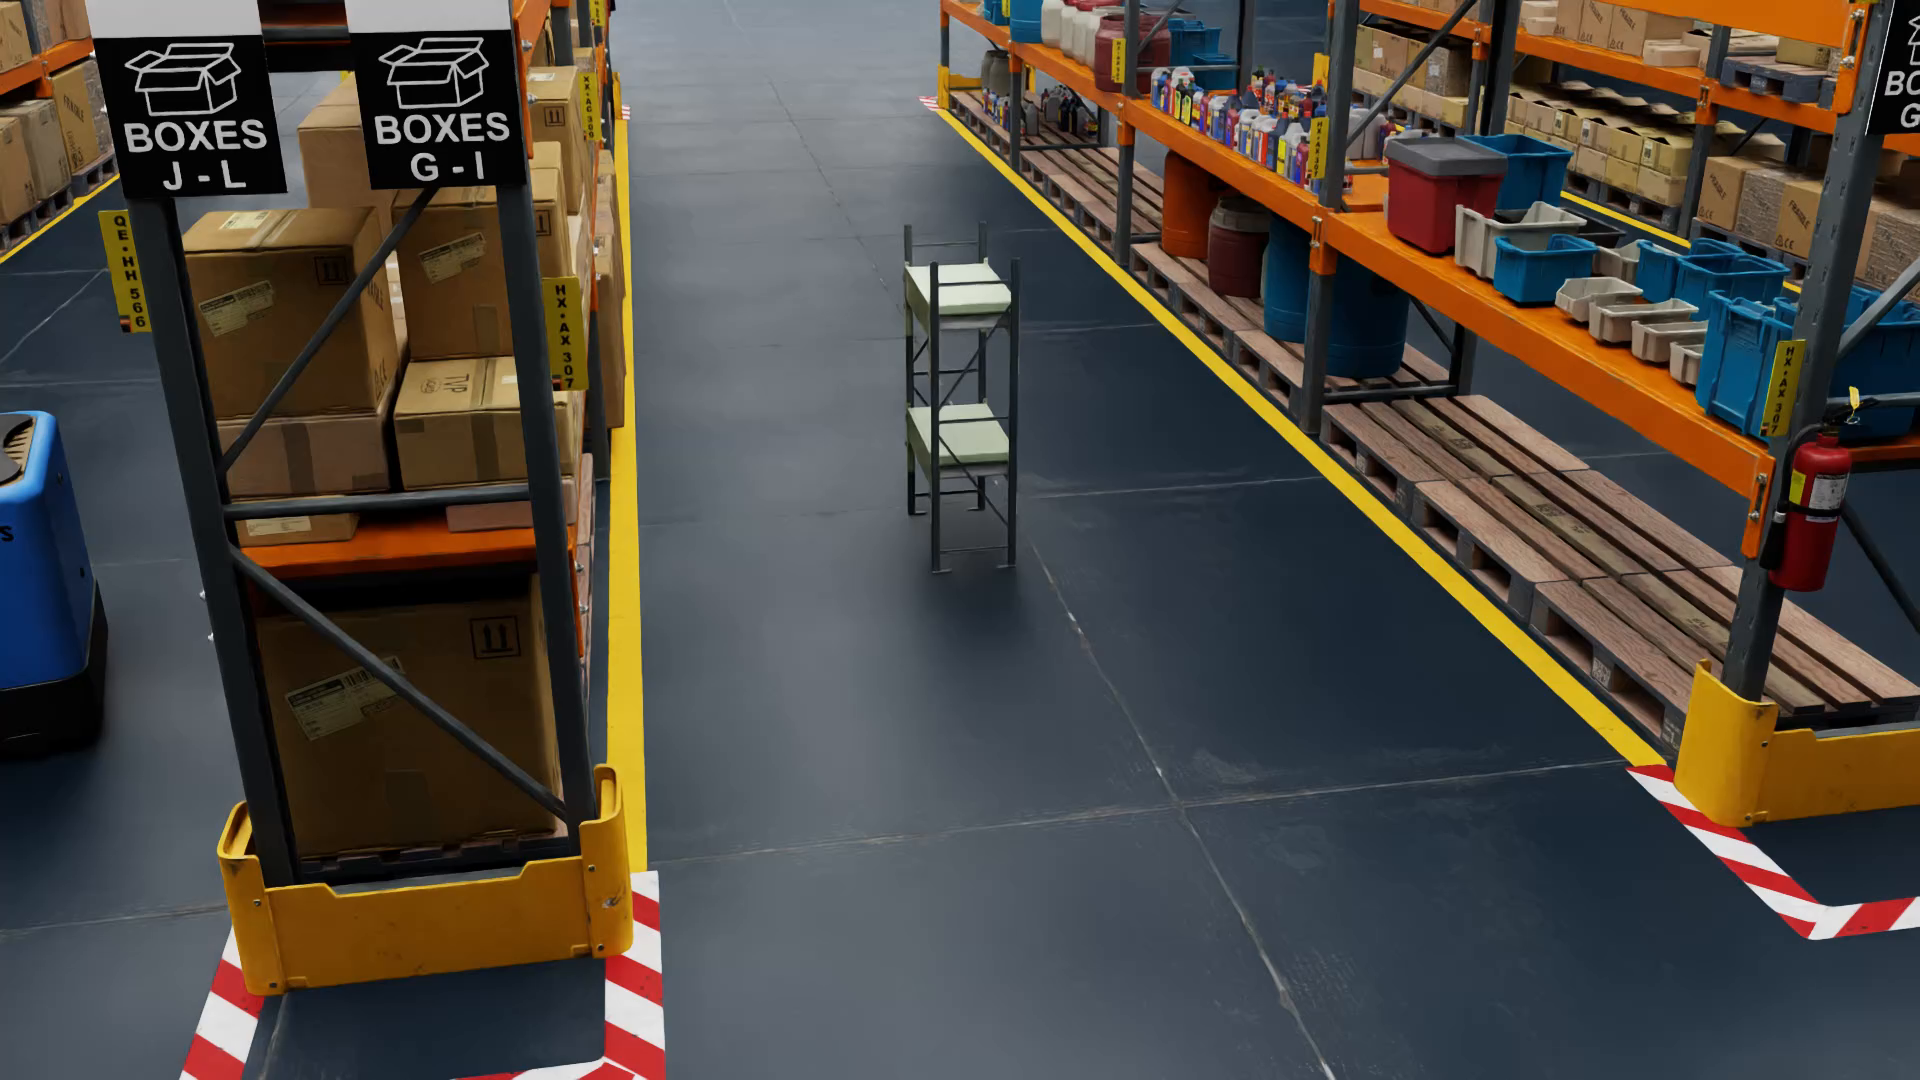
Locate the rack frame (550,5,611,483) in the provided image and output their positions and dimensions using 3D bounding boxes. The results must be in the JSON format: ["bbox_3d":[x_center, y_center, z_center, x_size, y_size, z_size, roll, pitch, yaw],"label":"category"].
[{"bbox_3d":[-2.384,-1.673,8.333,1.000,3.000,0.127,-4,24,-10],"label":"rack frame"}]

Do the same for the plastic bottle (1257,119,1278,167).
[{"bbox_3d":[1.932,-2.456,10.280,0.152,0.276,0.135,-4,24,-10],"label":"plastic bottle"}]

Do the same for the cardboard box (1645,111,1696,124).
[{"bbox_3d":[6.607,-3.802,15.417,0.500,0.311,0.500,-5,24,-11],"label":"cardboard box"}]

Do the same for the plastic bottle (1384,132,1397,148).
[{"bbox_3d":[2.674,-2.427,10.307,0.097,0.201,0.097,0,24,0],"label":"plastic bottle"}]

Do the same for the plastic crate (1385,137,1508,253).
[{"bbox_3d":[2.402,-1.727,8.301,0.402,0.464,0.583,-4,24,-10],"label":"plastic crate"}]

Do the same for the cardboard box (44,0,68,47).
[{"bbox_3d":[-8.960,-4.920,15.580,0.875,0.550,0.550,-4,24,-10],"label":"cardboard box"}]

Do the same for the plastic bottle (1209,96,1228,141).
[{"bbox_3d":[1.763,-2.816,11.106,0.152,0.276,0.135,-4,24,-10],"label":"plastic bottle"}]

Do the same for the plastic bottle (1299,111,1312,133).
[{"bbox_3d":[2.100,-2.438,10.145,0.144,0.351,0.185,-4,24,-10],"label":"plastic bottle"}]

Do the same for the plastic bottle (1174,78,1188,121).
[{"bbox_3d":[1.572,-3.127,11.808,0.061,0.283,0.133,-4,24,-10],"label":"plastic bottle"}]

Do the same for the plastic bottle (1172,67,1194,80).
[{"bbox_3d":[1.656,-3.373,12.381,0.152,0.276,0.135,-4,24,-10],"label":"plastic bottle"}]

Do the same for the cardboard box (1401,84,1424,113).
[{"bbox_3d":[5.383,-5.043,18.960,0.500,0.250,0.500,-4,24,-10],"label":"cardboard box"}]

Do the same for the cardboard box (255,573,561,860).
[{"bbox_3d":[-1.841,0.436,5.634,0.875,0.875,0.875,-4,24,-10],"label":"cardboard box"}]

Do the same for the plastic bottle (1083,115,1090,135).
[{"bbox_3d":[1.339,-4.343,17.393,0.097,0.201,0.097,0,24,0],"label":"plastic bottle"}]

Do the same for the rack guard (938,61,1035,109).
[{"bbox_3d":[0.325,-5.588,20.419,1.175,0.500,0.348,-4,24,-10],"label":"rack guard"}]

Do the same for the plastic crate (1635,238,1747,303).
[{"bbox_3d":[3.202,-1.174,7.325,0.416,0.233,0.300,-4,24,-10],"label":"plastic crate"}]

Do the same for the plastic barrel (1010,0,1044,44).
[{"bbox_3d":[0.778,-5.242,15.877,0.600,0.901,0.708,-4,24,-10],"label":"plastic barrel"}]

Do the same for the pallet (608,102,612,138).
[{"bbox_3d":[-4.473,-4.763,18.892,1.003,0.211,1.213,-4,24,-10],"label":"pallet"}]

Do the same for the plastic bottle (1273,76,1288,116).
[{"bbox_3d":[2.320,-3.212,12.018,0.097,0.271,0.097,0,24,0],"label":"plastic bottle"}]

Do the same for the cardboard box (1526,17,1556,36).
[{"bbox_3d":[5.836,-5.073,16.431,0.380,0.149,0.250,-4,24,-10],"label":"cardboard box"}]

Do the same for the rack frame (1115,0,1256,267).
[{"bbox_3d":[1.744,-3.613,12.775,1.000,3.000,0.127,-4,24,-10],"label":"rack frame"}]

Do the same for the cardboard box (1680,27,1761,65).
[{"bbox_3d":[6.638,-4.303,14.467,0.500,0.311,0.500,-5,24,-10],"label":"cardboard box"}]

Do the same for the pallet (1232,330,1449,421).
[{"bbox_3d":[2.382,-1.068,10.432,1.003,0.211,1.213,-4,24,-10],"label":"pallet"}]

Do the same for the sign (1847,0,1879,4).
[{"bbox_3d":[2.686,-1.746,4.882,0.100,0.325,0.005,-4,24,-10],"label":"sign"}]

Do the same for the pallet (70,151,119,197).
[{"bbox_3d":[-8.820,-3.519,16.044,1.003,0.211,1.213,-4,24,-10],"label":"pallet"}]

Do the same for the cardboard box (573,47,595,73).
[{"bbox_3d":[-2.789,-3.116,11.513,0.500,0.500,0.500,-4,24,-8],"label":"cardboard box"}]

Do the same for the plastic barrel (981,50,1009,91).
[{"bbox_3d":[0.462,-5.559,19.814,0.421,0.512,0.421,0,24,0],"label":"plastic barrel"}]

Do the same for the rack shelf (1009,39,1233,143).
[{"bbox_3d":[1.374,-4.070,14.720,1.077,0.370,4.000,-4,24,-10],"label":"rack shelf"}]

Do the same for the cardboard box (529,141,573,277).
[{"bbox_3d":[-1.662,-1.120,5.945,0.500,0.500,0.500,-5,24,-11],"label":"cardboard box"}]

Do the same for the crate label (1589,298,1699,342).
[{"bbox_3d":[2.780,-0.903,6.824,0.396,0.136,0.243,-4,24,-10],"label":"crate label"}]

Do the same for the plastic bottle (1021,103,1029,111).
[{"bbox_3d":[0.708,-4.468,17.586,0.152,0.276,0.135,-4,24,-10],"label":"plastic bottle"}]

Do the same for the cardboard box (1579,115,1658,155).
[{"bbox_3d":[6.081,-3.758,15.317,0.500,0.311,0.500,-4,24,-10],"label":"cardboard box"}]

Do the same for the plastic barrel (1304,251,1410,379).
[{"bbox_3d":[2.400,-1.486,10.001,0.600,0.901,0.708,-4,24,-10],"label":"plastic barrel"}]

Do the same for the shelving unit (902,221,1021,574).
[{"bbox_3d":[-0.001,-0.690,7.956,0.431,1.500,0.755,-4,24,-10],"label":"shelving unit"}]

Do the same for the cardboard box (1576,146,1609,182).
[{"bbox_3d":[6.087,-3.500,15.426,0.500,0.250,0.500,-4,24,-9],"label":"cardboard box"}]

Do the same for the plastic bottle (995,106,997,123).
[{"bbox_3d":[0.432,-4.649,18.093,0.097,0.201,0.097,0,24,0],"label":"plastic bottle"}]

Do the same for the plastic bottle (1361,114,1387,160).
[{"bbox_3d":[2.601,-2.557,10.512,0.152,0.276,0.135,-4,24,-10],"label":"plastic bottle"}]

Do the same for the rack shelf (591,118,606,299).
[{"bbox_3d":[-2.754,-2.130,10.278,1.077,0.370,4.000,-4,24,-10],"label":"rack shelf"}]

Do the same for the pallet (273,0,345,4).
[{"bbox_3d":[-1.792,-1.725,4.814,1.003,0.211,1.213,-4,24,-10],"label":"pallet"}]

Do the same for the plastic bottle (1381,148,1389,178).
[{"bbox_3d":[2.586,-2.286,9.985,0.097,0.201,0.097,0,24,0],"label":"plastic bottle"}]

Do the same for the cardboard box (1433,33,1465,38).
[{"bbox_3d":[5.816,-5.623,19.350,0.500,0.500,0.500,-4,24,-10],"label":"cardboard box"}]

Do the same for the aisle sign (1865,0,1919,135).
[{"bbox_3d":[2.949,-1.608,4.935,0.394,0.787,0.004,-4,24,-10],"label":"aisle sign"}]

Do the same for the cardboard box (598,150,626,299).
[{"bbox_3d":[-3.016,-2.192,11.651,1.225,0.875,0.875,-5,24,-12],"label":"cardboard box"}]

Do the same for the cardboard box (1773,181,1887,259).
[{"bbox_3d":[6.606,-2.431,12.641,0.500,0.500,0.500,-5,24,-10],"label":"cardboard box"}]

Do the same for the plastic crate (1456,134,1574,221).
[{"bbox_3d":[2.905,-1.901,8.801,0.392,0.384,0.575,-4,24,-10],"label":"plastic crate"}]

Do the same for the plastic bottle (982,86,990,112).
[{"bbox_3d":[0.294,-4.975,18.752,0.097,0.271,0.097,0,24,0],"label":"plastic bottle"}]

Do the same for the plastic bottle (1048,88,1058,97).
[{"bbox_3d":[1.055,-4.922,18.625,0.152,0.276,0.135,-4,24,-9],"label":"plastic bottle"}]

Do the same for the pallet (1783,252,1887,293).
[{"bbox_3d":[6.936,-1.925,12.393,1.003,0.211,1.213,-4,24,-10],"label":"pallet"}]

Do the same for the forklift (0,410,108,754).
[{"bbox_3d":[-4.902,-0.494,5.720,3.031,2.935,1.130,-10,25,-21],"label":"forklift"}]

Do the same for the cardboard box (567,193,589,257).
[{"bbox_3d":[-1.946,-1.383,7.485,0.500,0.250,0.500,-4,24,-8],"label":"cardboard box"}]

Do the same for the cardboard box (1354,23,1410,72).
[{"bbox_3d":[5.108,-5.977,20.161,0.500,0.500,0.500,-4,24,-10],"label":"cardboard box"}]

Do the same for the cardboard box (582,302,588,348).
[{"bbox_3d":[-1.721,-0.857,6.777,0.380,0.149,0.250,-4,24,-9],"label":"cardboard box"}]

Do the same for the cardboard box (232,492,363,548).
[{"bbox_3d":[-2.034,-0.100,5.046,0.380,0.149,0.250,-4,24,-9],"label":"cardboard box"}]

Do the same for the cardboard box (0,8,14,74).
[{"bbox_3d":[-8.304,-4.154,13.889,0.500,0.500,0.500,-5,24,-10],"label":"cardboard box"}]
